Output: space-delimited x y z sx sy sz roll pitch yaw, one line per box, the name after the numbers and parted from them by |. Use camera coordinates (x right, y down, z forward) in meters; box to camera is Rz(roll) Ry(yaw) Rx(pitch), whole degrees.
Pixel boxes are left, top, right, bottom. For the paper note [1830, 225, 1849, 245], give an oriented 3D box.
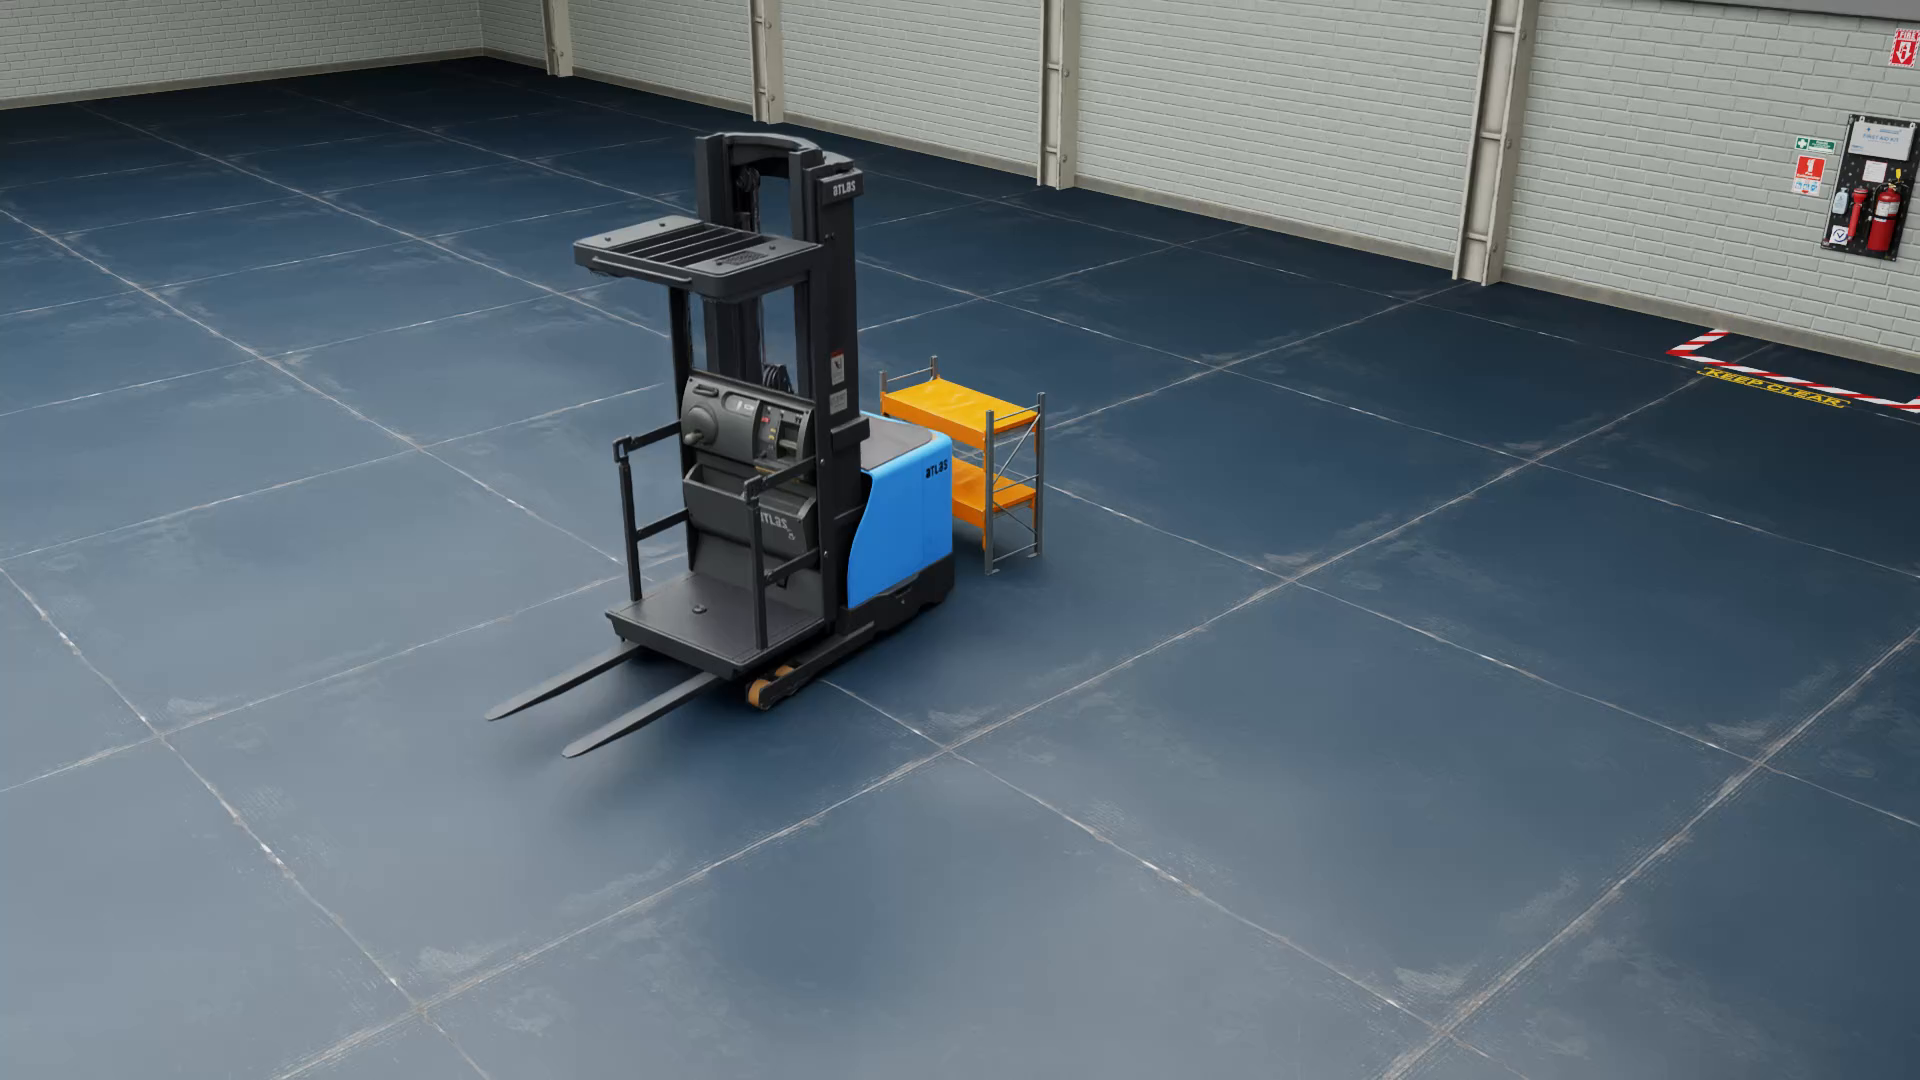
7.692 -2.664 14.537 0.016 0.148 0.142 -21 32 -38 | paper note

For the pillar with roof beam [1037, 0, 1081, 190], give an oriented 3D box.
-1.920 -7.376 16.576 9.100 9.000 0.400 -21 32 -38 | pillar with roof beam

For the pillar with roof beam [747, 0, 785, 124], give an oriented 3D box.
-6.021 -9.194 20.561 9.100 9.000 0.400 -21 32 -38 | pillar with roof beam

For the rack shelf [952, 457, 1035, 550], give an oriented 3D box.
0.005 -0.287 11.114 0.538 0.278 1.000 -21 32 -38 | rack shelf

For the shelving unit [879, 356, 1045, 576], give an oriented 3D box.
0.005 -0.510 11.012 0.538 1.125 1.048 -21 32 -38 | shelving unit

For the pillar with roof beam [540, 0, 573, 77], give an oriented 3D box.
-10.122 -11.012 24.546 9.100 9.000 0.400 -21 32 -38 | pillar with roof beam

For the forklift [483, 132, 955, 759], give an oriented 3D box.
-1.318 -0.626 9.090 1.130 2.935 3.031 17 30 33 | forklift

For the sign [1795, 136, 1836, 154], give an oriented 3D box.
7.457 -3.442 14.499 0.001 0.109 0.331 -21 32 -38 | sign

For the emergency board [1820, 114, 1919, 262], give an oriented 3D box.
7.763 -2.992 14.194 0.194 1.169 0.643 -21 32 -38 | emergency board

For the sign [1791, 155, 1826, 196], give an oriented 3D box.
7.460 -3.205 14.618 0.001 0.329 0.234 -21 32 -38 | sign

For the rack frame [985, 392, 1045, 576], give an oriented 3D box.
0.352 -0.356 10.674 0.500 1.125 0.032 -21 32 -38 | rack frame

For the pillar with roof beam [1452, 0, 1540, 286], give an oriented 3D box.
2.181 -5.558 12.592 9.100 9.000 0.400 -21 32 -38 | pillar with roof beam

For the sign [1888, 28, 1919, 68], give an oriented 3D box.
7.830 -4.077 13.780 0.001 0.298 0.199 -21 32 -38 | sign

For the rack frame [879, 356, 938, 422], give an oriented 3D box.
-0.343 -0.664 11.350 0.500 1.125 0.032 -21 32 -38 | rack frame

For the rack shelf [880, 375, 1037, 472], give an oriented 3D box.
0.005 -0.776 10.891 0.538 0.278 1.000 -21 32 -38 | rack shelf
